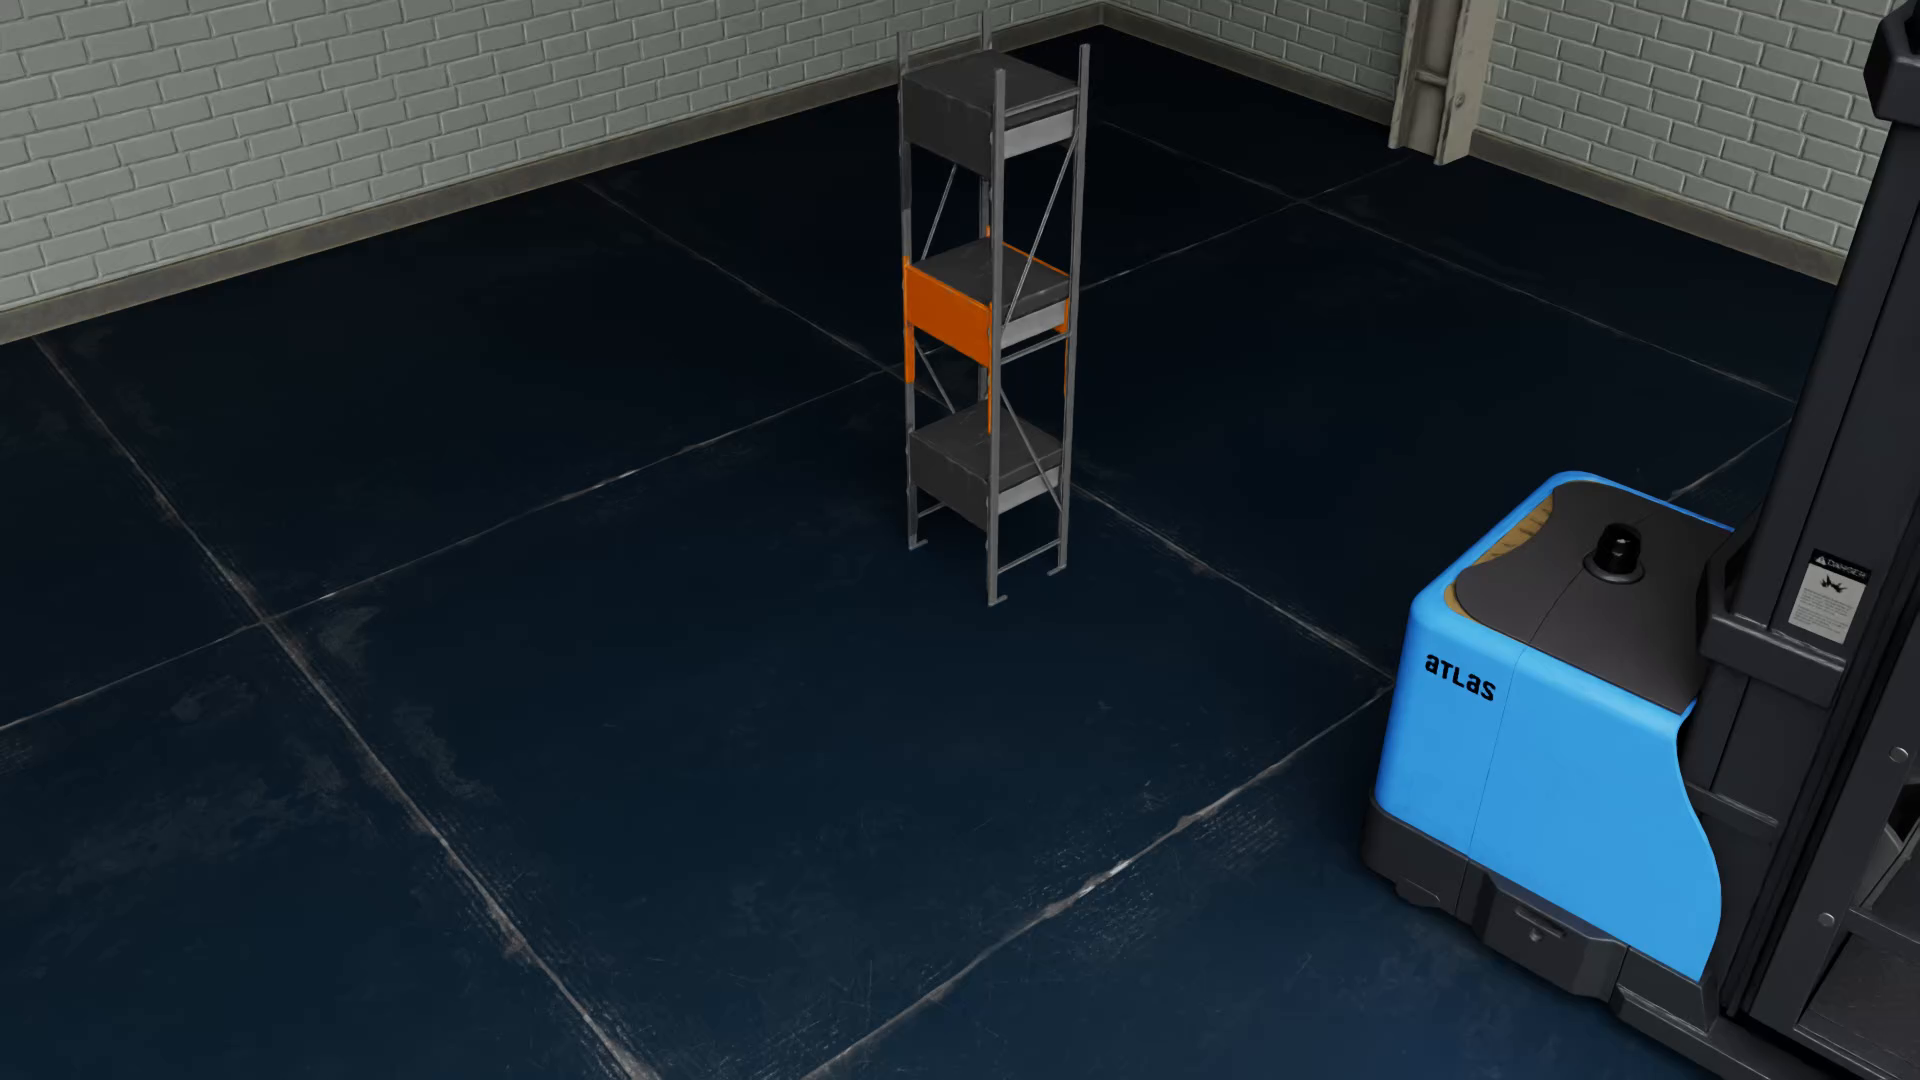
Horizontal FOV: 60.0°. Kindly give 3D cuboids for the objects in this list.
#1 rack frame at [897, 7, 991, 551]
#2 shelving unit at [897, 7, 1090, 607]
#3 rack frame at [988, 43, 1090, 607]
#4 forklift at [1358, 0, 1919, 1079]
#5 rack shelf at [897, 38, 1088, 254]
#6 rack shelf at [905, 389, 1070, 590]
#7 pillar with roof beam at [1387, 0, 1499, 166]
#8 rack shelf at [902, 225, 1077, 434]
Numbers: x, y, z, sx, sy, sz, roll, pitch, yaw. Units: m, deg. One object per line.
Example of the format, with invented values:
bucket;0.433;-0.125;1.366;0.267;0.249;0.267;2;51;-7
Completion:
rack frame;-0.051;-0.892;6.192;0.400;2.100;0.015;-26;43;-32
shelving unit;0.107;-0.784;6.040;0.431;2.100;0.503;-26;43;-32
rack frame;0.264;-0.676;5.888;0.400;2.100;0.015;-26;43;-32
forklift;2.683;0.217;3.907;3.031;2.935;1.130;28;44;33
rack shelf;0.107;-1.344;5.643;0.431;0.518;0.480;-26;43;-32
rack shelf;0.107;-0.201;6.452;0.431;0.518;0.480;-26;43;-32
pillar with roof beam;-0.442;-4.436;5.227;9.100;9.000;0.400;-26;43;-32
rack shelf;0.107;-0.773;6.048;0.431;0.518;0.480;-26;43;-32
